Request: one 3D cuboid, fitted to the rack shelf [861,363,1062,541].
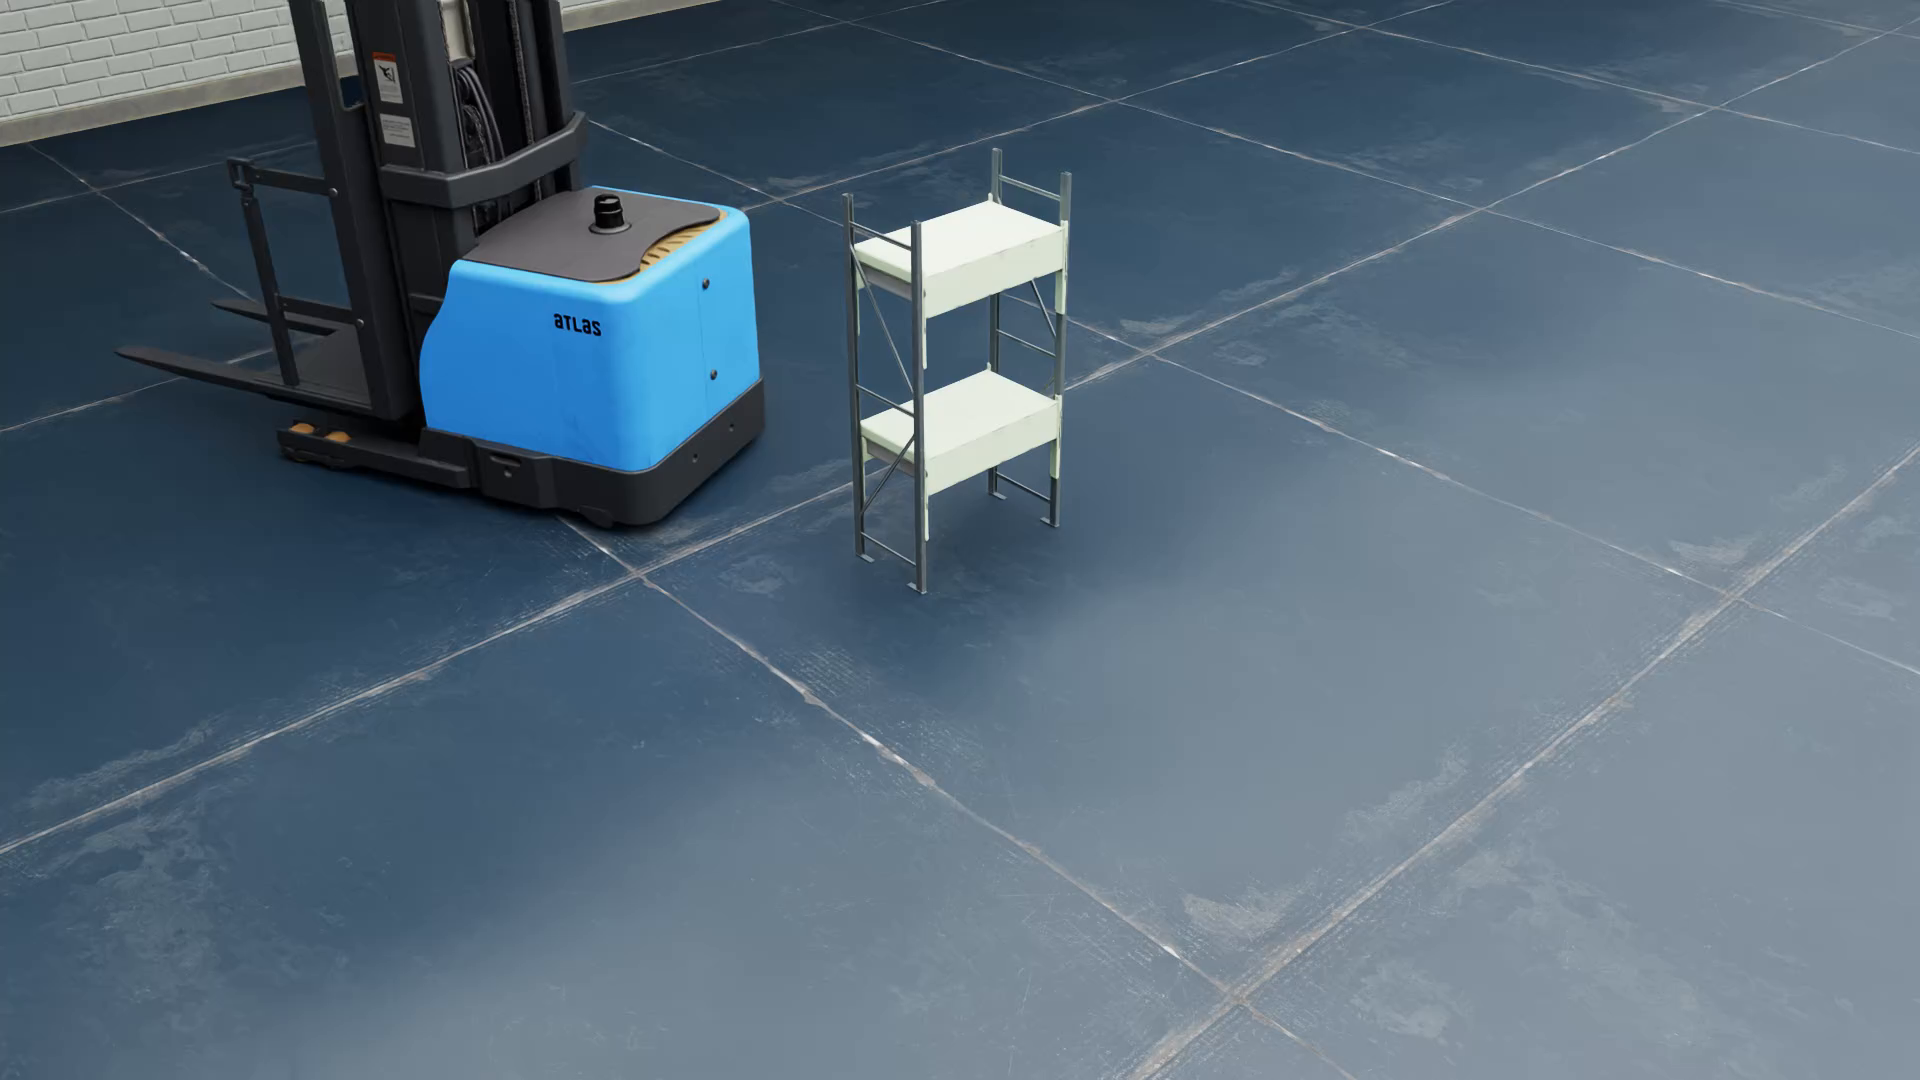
[{"bbox_3d":[-0.005,-0.359,6.525,0.720,0.370,0.431,-26,40,-35],"label":"rack shelf"}]

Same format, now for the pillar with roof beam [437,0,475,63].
[{"bbox_3d":[-1.017,-5.868,7.720,0.400,9.000,9.100,-26,40,-35],"label":"pillar with roof beam"}]

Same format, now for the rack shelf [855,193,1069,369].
[{"bbox_3d":[-0.005,-0.970,6.151,0.720,0.370,0.431,-26,40,-35],"label":"rack shelf"}]

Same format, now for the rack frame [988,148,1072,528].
[{"bbox_3d":[0.264,-0.767,6.567,0.023,1.500,0.400,-26,40,-35],"label":"rack frame"}]

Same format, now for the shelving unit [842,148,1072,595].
[{"bbox_3d":[-0.005,-0.637,6.355,0.755,1.500,0.431,-26,40,-35],"label":"shelving unit"}]

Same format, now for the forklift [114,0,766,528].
[{"bbox_3d":[-2.434,-1.794,6.874,3.031,2.935,1.130,13,34,20],"label":"forklift"}]

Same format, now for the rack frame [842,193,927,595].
[{"bbox_3d":[-0.273,-0.508,6.143,0.023,1.500,0.400,-26,40,-35],"label":"rack frame"}]
